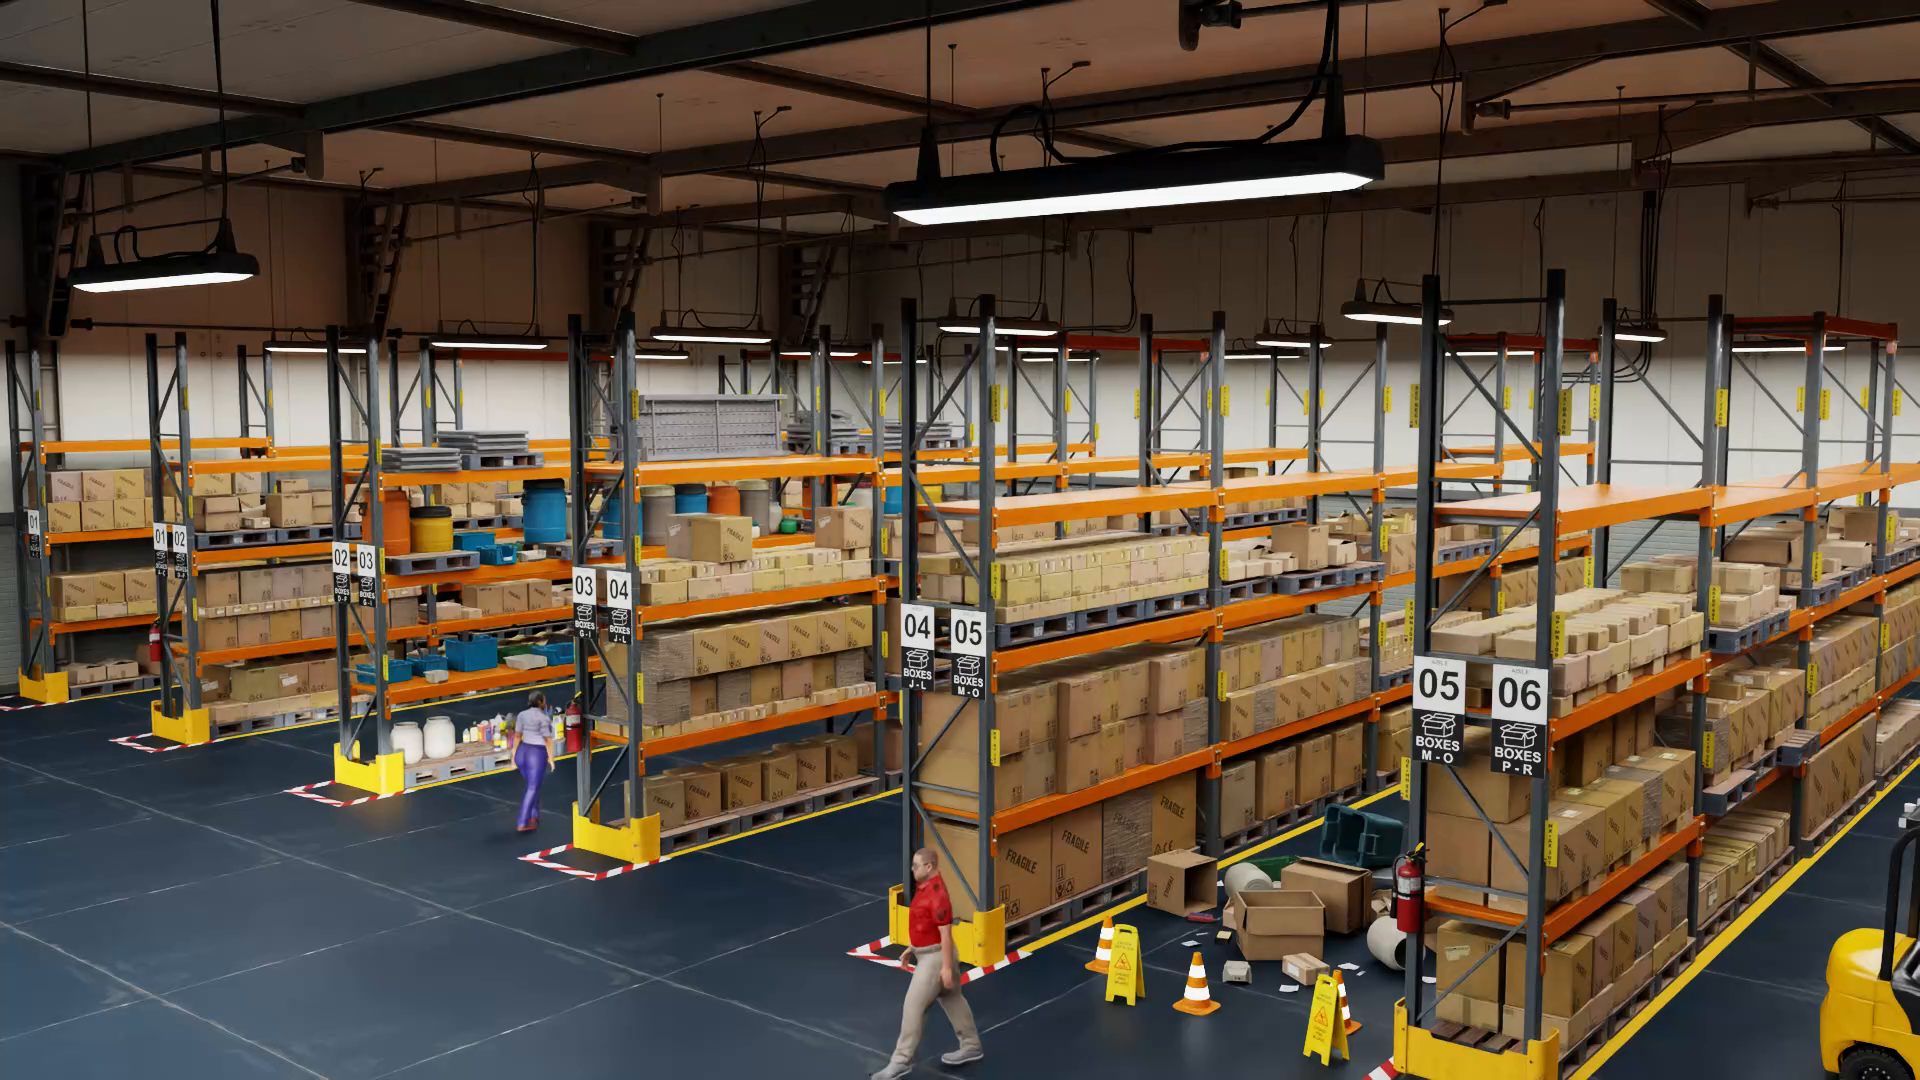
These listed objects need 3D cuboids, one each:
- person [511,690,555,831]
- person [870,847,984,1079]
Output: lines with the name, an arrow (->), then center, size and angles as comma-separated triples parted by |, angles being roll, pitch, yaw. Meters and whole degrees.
person -> -5.024, 2.616, 19.565 | 0.511, 1.691, 0.574 | 3, 6, 30
person -> -0.248, 3.177, 12.597 | 0.864, 1.710, 0.579 | 0, 5, -2
